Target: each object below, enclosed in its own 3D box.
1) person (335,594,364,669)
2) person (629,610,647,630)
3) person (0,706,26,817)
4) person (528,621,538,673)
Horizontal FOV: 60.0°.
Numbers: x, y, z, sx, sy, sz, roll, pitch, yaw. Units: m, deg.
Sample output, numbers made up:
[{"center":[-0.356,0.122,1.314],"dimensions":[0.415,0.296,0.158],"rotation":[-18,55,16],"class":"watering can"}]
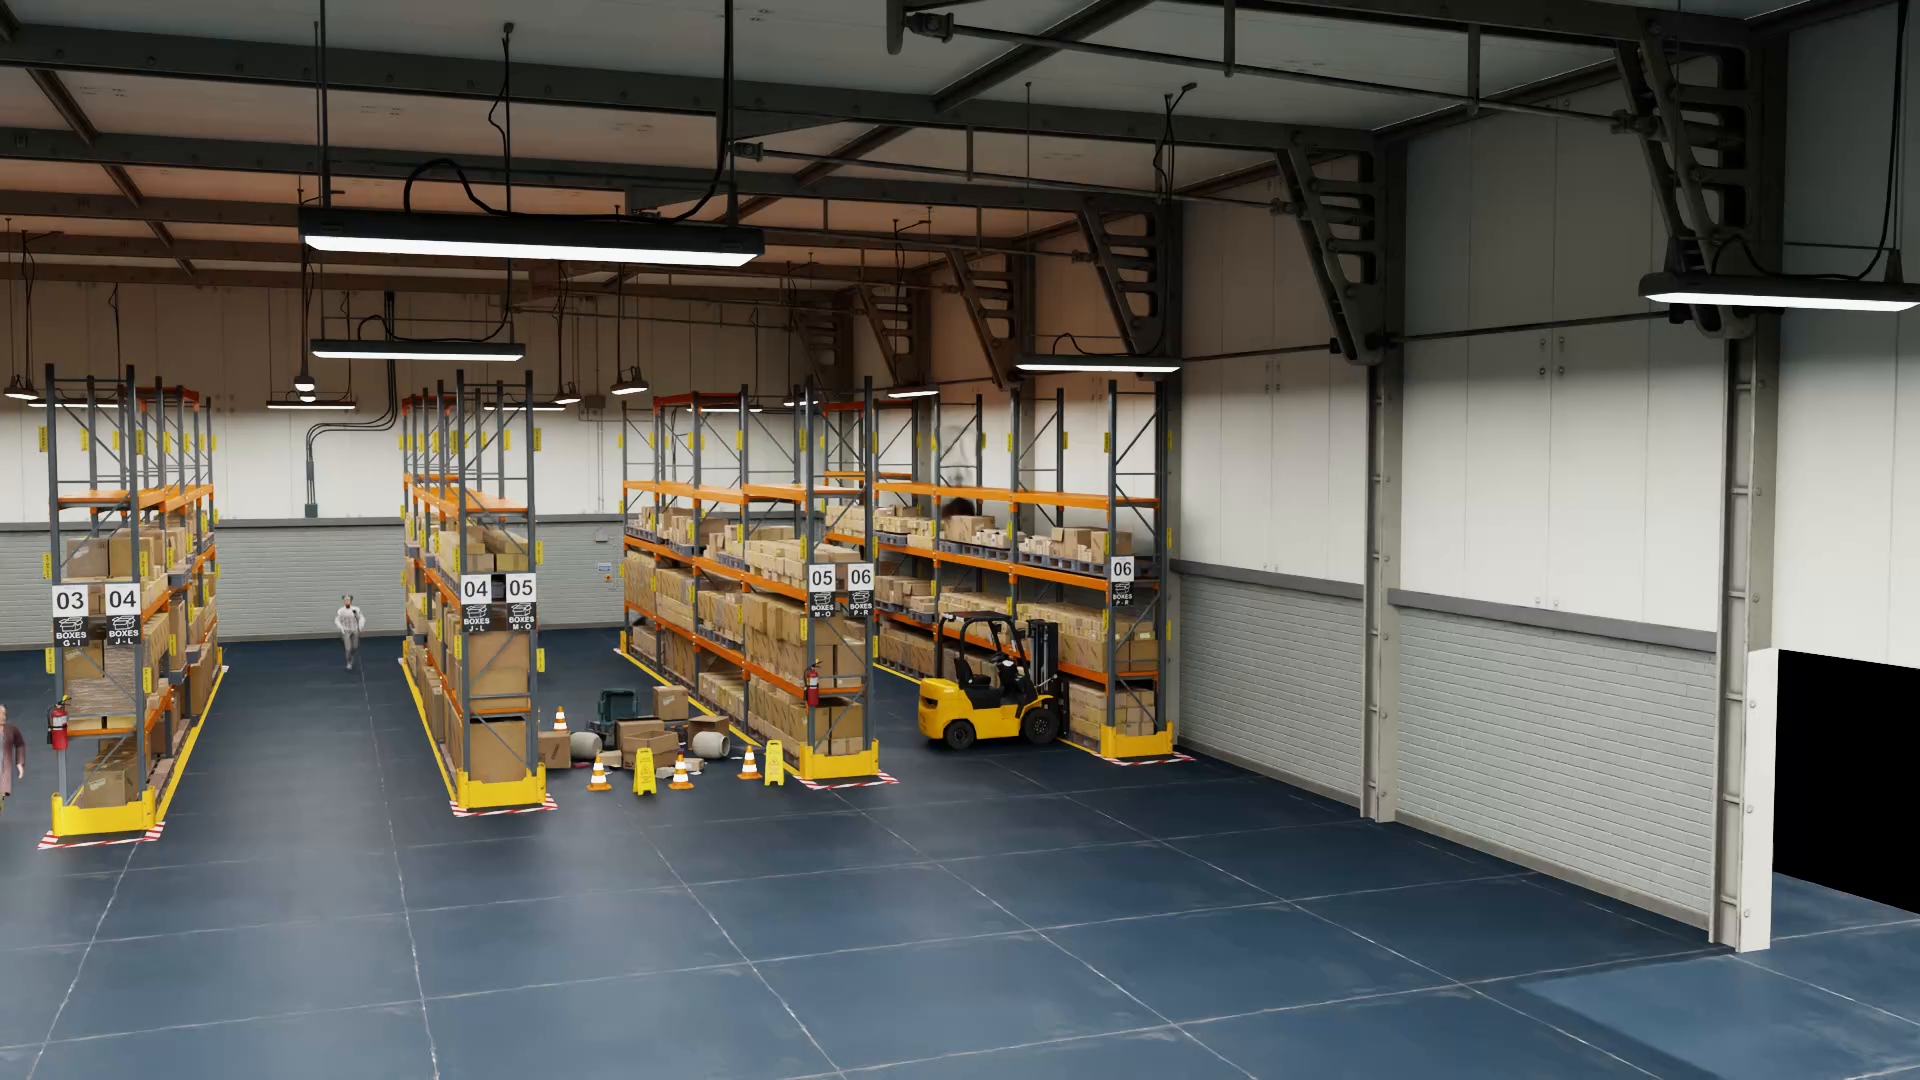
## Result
[{"center":[-13.522,2.030,36.859],"dimensions":[0.623,1.659,0.494],"rotation":[-1,4,-23],"class":"person"},{"center":[-7.899,1.746,40.933],"dimensions":[0.655,1.750,0.667],"rotation":[0,3,-2],"class":"person"},{"center":[-11.969,3.016,20.632],"dimensions":[0.880,1.549,0.769],"rotation":[3,4,42],"class":"person"},{"center":[-9.466,2.174,36.080],"dimensions":[0.610,1.511,1.100],"rotation":[-1,3,-14],"class":"person"}]
